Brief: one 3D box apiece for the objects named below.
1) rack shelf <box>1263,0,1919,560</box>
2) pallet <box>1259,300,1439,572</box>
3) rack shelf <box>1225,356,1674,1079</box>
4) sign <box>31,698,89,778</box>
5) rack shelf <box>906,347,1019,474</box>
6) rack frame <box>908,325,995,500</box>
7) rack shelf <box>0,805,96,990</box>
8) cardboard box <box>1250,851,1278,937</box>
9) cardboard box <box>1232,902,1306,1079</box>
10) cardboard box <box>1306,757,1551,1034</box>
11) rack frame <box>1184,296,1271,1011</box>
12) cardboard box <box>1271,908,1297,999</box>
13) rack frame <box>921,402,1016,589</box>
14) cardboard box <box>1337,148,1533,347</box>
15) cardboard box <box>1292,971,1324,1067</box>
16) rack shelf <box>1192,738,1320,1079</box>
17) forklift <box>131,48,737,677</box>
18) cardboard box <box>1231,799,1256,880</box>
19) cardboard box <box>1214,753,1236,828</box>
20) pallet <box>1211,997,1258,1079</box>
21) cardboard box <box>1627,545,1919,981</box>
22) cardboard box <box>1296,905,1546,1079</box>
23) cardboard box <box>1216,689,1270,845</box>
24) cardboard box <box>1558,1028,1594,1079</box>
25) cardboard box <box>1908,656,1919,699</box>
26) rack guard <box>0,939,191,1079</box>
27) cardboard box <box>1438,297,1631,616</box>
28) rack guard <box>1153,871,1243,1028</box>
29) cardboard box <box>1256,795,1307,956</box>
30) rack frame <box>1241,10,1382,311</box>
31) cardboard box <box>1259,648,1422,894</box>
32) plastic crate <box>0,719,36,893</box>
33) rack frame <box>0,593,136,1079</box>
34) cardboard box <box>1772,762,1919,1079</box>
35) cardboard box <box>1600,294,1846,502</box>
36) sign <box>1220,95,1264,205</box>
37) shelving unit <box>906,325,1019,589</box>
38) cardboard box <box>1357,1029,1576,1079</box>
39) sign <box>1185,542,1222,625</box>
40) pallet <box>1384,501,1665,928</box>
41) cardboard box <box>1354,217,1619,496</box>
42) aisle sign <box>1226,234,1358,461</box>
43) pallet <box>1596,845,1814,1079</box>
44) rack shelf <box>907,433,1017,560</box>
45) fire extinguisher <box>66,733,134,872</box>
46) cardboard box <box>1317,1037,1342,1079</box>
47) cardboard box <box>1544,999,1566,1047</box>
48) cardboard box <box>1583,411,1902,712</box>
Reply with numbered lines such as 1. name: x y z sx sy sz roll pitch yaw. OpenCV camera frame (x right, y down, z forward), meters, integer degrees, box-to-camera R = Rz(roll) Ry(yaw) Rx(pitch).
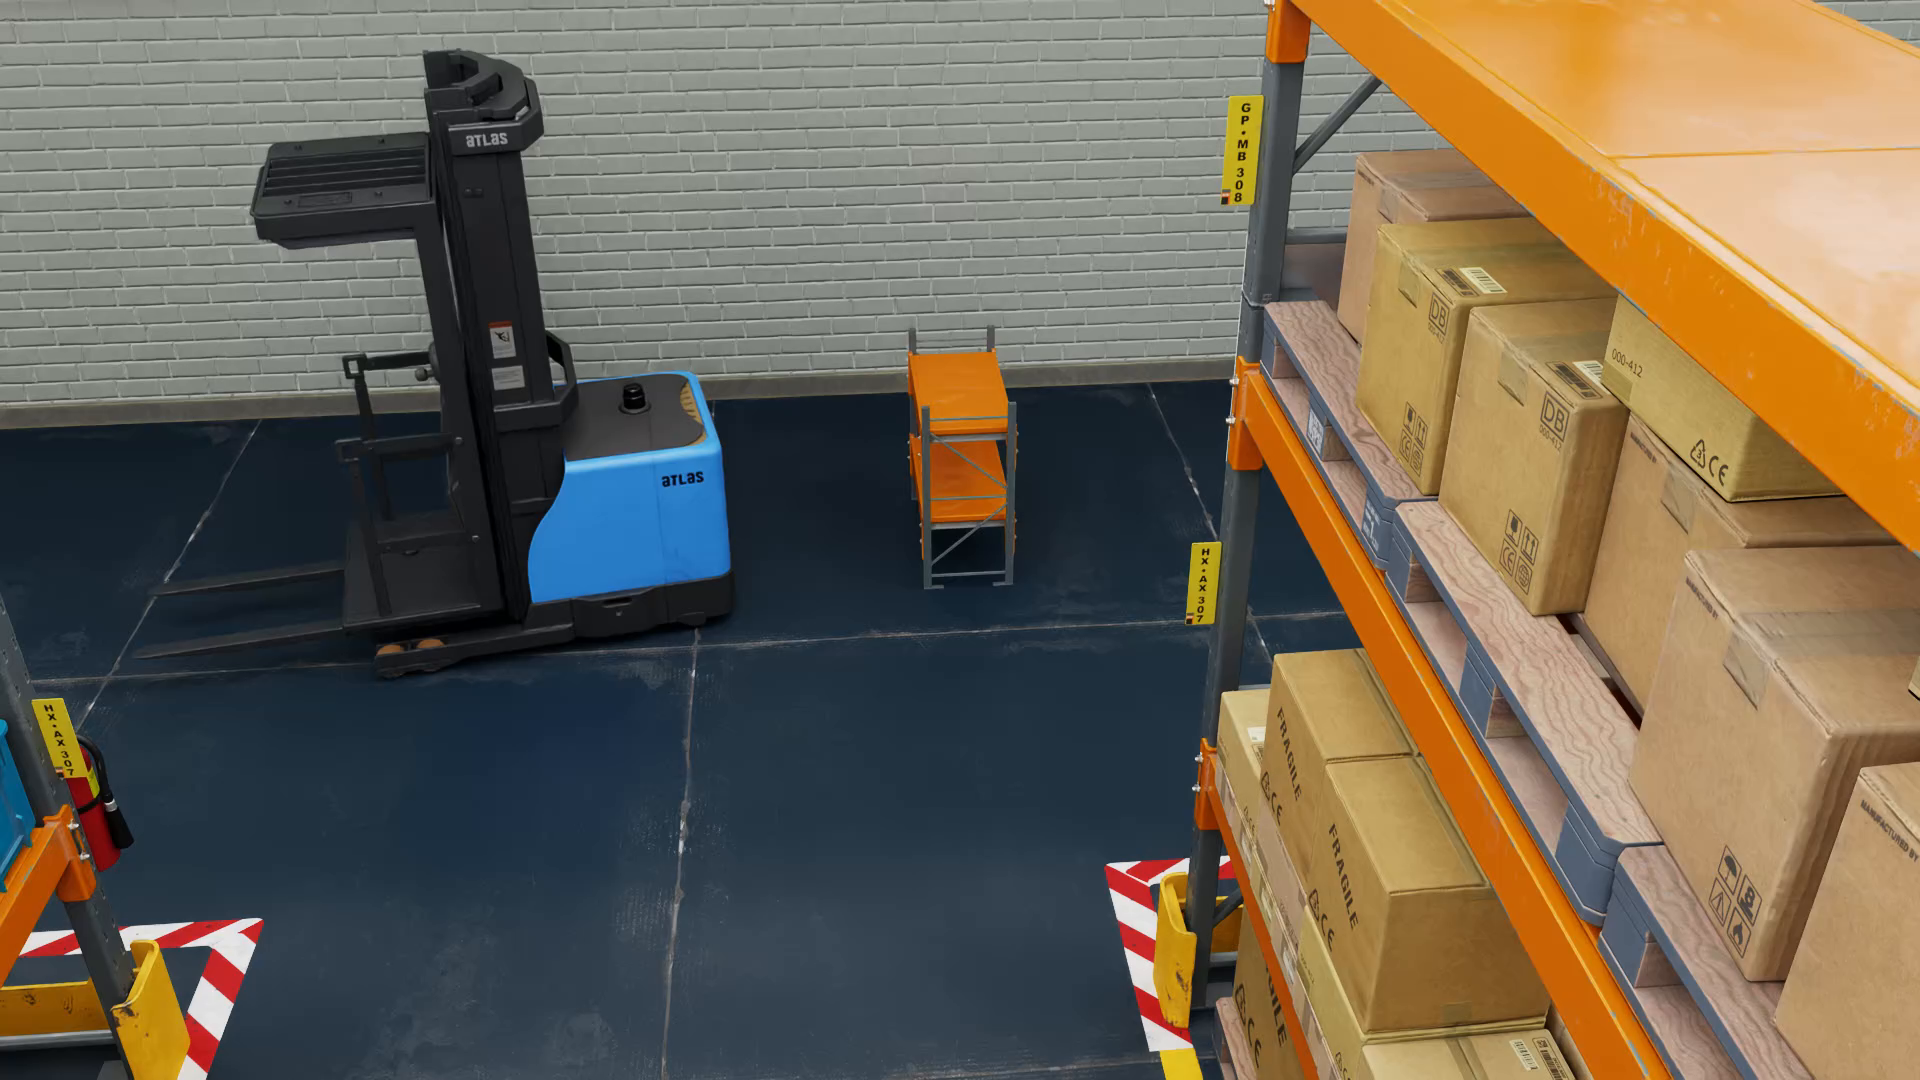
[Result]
1. rack shelf: 1.567 -0.542 2.974 1.077 0.370 4.000 -3 31 -5
2. pallet: 1.460 -0.340 4.556 1.003 0.211 1.213 -3 31 -5
3. rack shelf: 1.567 0.574 3.641 1.077 0.370 4.000 -3 31 -5
4. sign: -3.005 0.664 5.554 0.100 0.325 0.005 -3 31 -5
5. rack shelf: -0.001 -0.738 9.318 0.538 0.278 1.000 -3 31 -5
6. rack frame: -0.048 -0.746 9.902 0.500 1.125 0.032 -3 31 -5
7. rack shelf: -3.364 2.099 4.013 1.077 0.370 4.000 -3 31 -5
8. cardboard box: 1.135 1.098 5.232 0.380 0.149 0.250 -3 31 -6
9. cardboard box: 1.520 1.586 5.832 0.875 0.875 0.875 -3 31 -5
10. cardboard box: 1.258 0.924 4.404 0.500 0.500 0.500 -4 31 -6
11. rack frame: 1.380 0.532 5.935 1.000 3.000 0.127 -3 31 -5
12. cardboard box: 1.160 1.231 5.009 0.380 0.149 0.250 -3 31 -5
13. rack frame: 0.047 -0.227 9.033 0.500 1.125 0.032 -3 31 -5
14. cardboard box: 1.482 -0.759 4.567 0.700 0.500 0.500 -5 31 -8
15. cardboard box: 1.183 1.361 4.792 0.380 0.149 0.250 -3 31 -6
16. rack shelf: 1.567 1.862 4.410 1.077 0.370 4.000 -3 31 -5
17. forklift: -2.787 -0.853 8.320 3.031 2.935 1.130 -8 32 -14
18. cardboard box: 1.110 0.967 5.451 0.380 0.149 0.250 -3 31 -5
19. cardboard box: 1.085 0.837 5.670 0.380 0.149 0.250 -2 31 -4
20. pallet: 1.533 2.133 5.973 1.003 0.211 1.213 -3 31 -5
21. cardboard box: 1.575 0.348 2.712 0.700 0.500 0.500 -1 31 -2
22. cardboard box: 1.255 1.248 4.592 0.500 0.250 0.500 -4 31 -6
23. cardboard box: 1.156 0.726 5.466 0.500 0.250 0.500 -4 31 -6
24. cardboard box: 1.837 1.488 4.191 0.500 0.250 0.500 -3 31 -4
25. cardboard box: 1.673 0.217 2.200 0.500 0.250 0.500 -5 31 -8
26. rack guard: -3.566 1.830 6.199 1.175 0.500 0.348 -3 31 -5
27. cardboard box: 1.511 -0.205 3.638 0.700 0.500 0.500 -5 31 -8
28. rack guard: 1.378 1.592 6.597 1.175 0.500 0.348 -3 31 -5
29. cardboard box: 1.212 0.991 5.022 0.500 0.250 0.500 -3 31 -5
30. rack frame: 1.380 -2.044 4.397 1.000 3.000 0.127 -3 31 -5
31. cardboard box: 1.203 0.660 4.846 0.500 0.500 0.500 -3 31 -6
32. plastic crate: -3.334 0.890 5.242 0.616 0.435 0.499 -3 31 -5
33. rack frame: -3.551 0.769 5.538 1.000 3.000 0.127 -3 31 -5
34. cardboard box: 1.621 0.623 2.252 0.700 0.500 0.500 -5 31 -8
35. cardboard box: 1.559 -0.312 3.087 0.500 0.250 0.500 -4 31 -6
36. sign: 0.827 -1.142 4.882 0.100 0.325 0.005 -3 31 -5
37. shelving unit: -0.001 -0.486 9.468 0.538 1.125 1.048 -3 31 -5
38. cardboard box: 1.309 1.514 4.146 0.500 0.250 0.500 -3 31 -6
39. sign: 0.827 0.149 5.654 0.100 0.325 0.005 -3 31 -5
40. pallet: 1.577 0.284 3.510 1.003 0.211 1.213 -3 31 -5
41. cardboard box: 1.415 -0.466 4.076 0.700 0.500 0.500 -4 31 -6
42. aisle sign: 1.075 -0.607 5.306 0.394 0.787 0.004 -3 31 -5
43. pallet: 1.688 0.906 2.470 1.003 0.211 1.213 -3 31 -5
44. rack shelf: -0.001 -0.276 9.593 0.538 0.278 1.000 -3 31 -5
45. fire extinguisher: -3.113 0.863 5.819 0.296 0.674 0.183 -3 31 -5
46. cardboard box: 1.208 1.493 4.571 0.380 0.149 0.250 -3 31 -5
47. cardboard box: 1.785 1.222 4.636 0.500 0.250 0.500 -4 31 -6
48. cardboard box: 1.668 0.075 3.170 0.700 0.500 0.500 -1 31 -2
